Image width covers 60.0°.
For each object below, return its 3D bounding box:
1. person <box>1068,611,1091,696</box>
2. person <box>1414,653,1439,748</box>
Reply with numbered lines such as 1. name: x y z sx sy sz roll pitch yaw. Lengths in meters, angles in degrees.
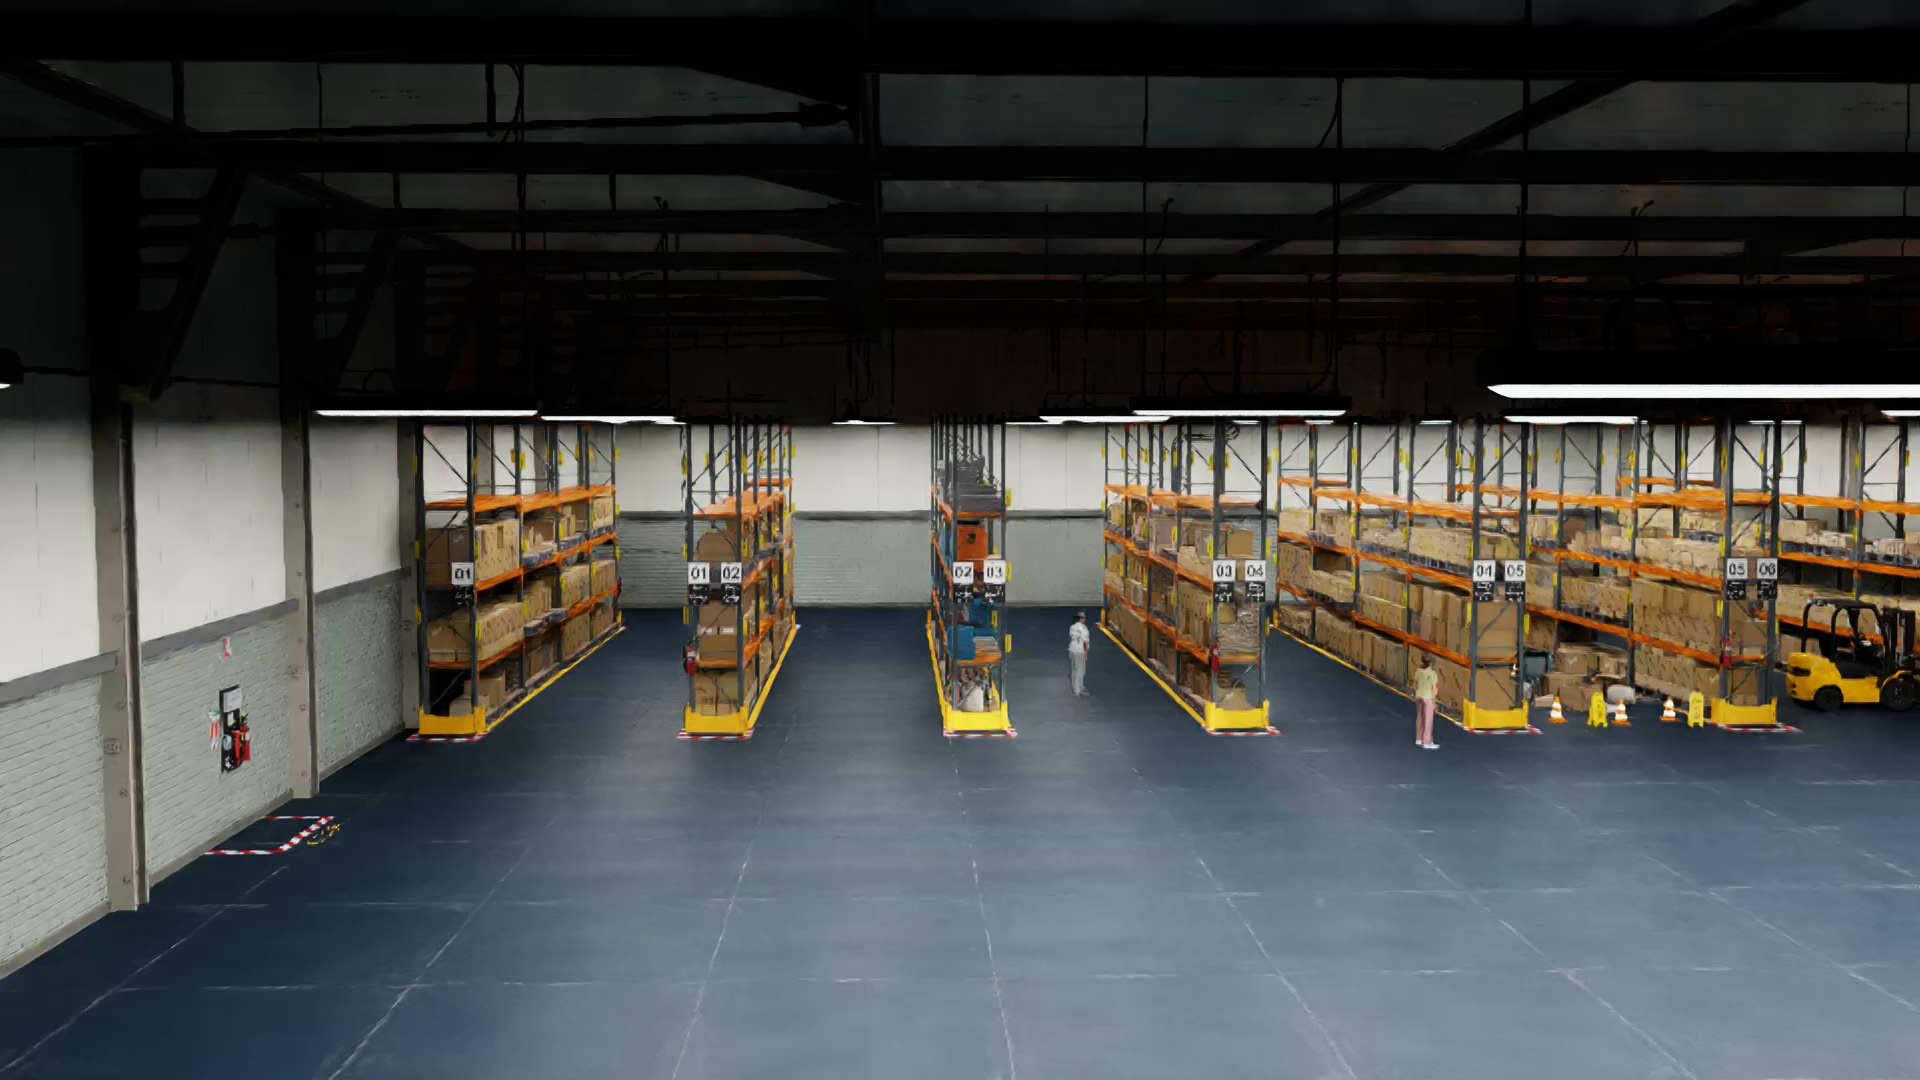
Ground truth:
1. person: 2.594 2.410 35.543 0.474 1.768 0.628 -2 5 -31
2. person: 8.351 2.851 29.698 0.432 1.677 0.499 -3 5 -33
